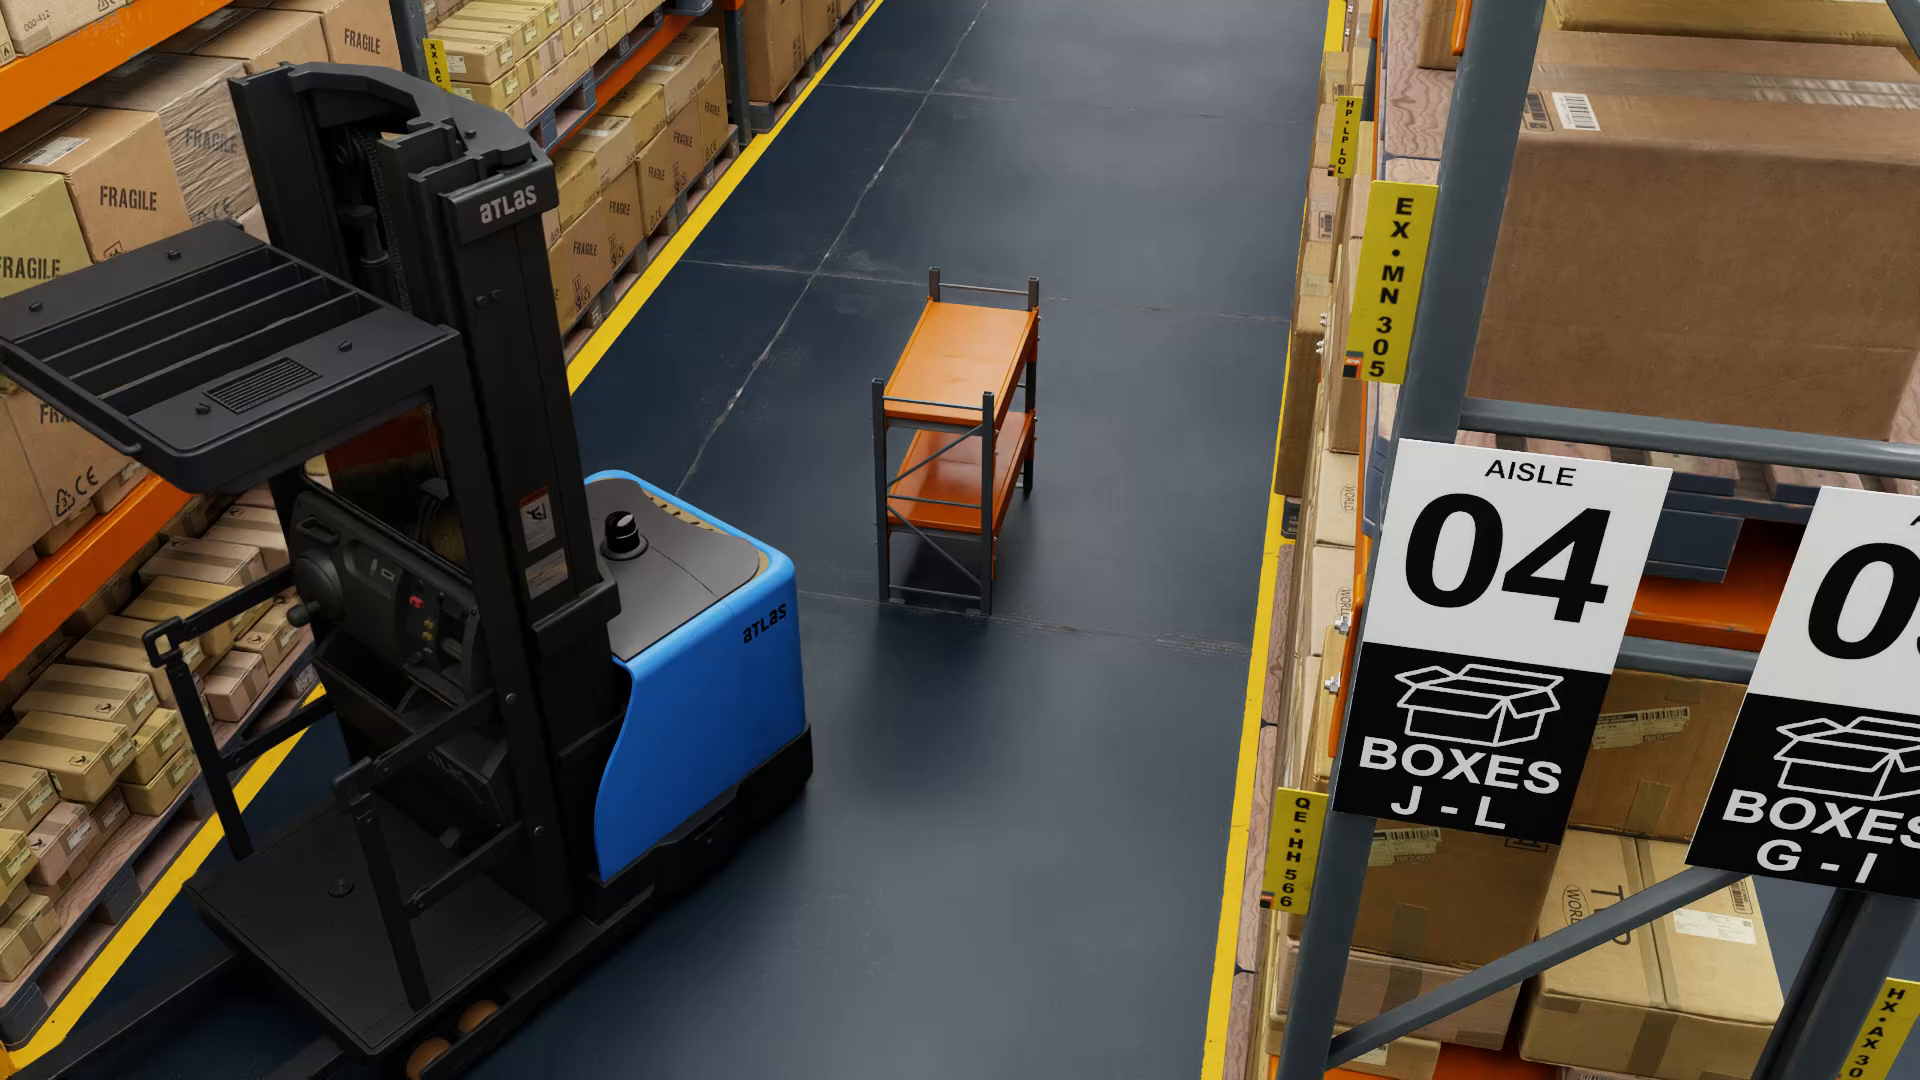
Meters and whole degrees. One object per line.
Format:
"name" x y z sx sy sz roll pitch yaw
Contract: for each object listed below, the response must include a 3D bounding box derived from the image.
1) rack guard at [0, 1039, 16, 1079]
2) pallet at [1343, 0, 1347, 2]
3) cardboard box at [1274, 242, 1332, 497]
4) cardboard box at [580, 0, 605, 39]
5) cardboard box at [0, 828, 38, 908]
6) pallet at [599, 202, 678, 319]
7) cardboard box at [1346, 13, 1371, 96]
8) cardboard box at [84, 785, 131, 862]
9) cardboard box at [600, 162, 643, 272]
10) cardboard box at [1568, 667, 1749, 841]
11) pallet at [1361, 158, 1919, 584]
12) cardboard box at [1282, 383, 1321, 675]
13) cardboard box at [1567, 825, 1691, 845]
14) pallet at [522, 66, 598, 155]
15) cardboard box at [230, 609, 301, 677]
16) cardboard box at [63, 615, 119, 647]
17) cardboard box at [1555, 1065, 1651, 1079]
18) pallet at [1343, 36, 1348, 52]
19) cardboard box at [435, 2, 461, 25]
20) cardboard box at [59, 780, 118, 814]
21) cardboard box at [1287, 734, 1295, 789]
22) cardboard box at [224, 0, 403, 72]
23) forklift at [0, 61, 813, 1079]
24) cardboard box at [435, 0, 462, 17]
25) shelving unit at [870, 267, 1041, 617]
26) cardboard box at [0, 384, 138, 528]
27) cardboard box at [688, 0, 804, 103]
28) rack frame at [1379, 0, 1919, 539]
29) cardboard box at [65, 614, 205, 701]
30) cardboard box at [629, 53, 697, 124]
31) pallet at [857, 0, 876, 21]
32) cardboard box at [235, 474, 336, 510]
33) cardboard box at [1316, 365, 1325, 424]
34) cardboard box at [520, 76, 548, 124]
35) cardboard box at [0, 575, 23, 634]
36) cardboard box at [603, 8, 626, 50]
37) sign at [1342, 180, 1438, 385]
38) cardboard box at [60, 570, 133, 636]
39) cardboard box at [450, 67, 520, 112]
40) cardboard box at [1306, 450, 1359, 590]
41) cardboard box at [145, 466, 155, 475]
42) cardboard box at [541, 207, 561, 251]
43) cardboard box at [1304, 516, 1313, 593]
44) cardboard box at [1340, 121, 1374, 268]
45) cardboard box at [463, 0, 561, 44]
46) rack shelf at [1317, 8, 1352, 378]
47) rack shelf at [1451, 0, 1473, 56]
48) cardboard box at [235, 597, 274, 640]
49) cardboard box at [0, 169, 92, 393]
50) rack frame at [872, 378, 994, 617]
"rack guard" -3.641 1.528 5.215 1.175 0.500 0.348 7 37 10
"pallet" 3.839 -4.901 14.332 1.003 0.211 1.213 7 37 10
"cardboard box" 2.138 -0.733 7.658 1.225 0.875 0.875 7 37 10
"cardboard box" -2.051 -2.691 8.510 0.380 0.149 0.250 9 37 12
"cardboard box" -3.213 1.045 5.316 0.380 0.149 0.250 6 36 8
"pallet" -2.379 -1.752 9.988 1.003 0.211 1.213 7 37 10
"cardboard box" 2.183 -2.266 8.236 0.500 0.500 0.500 7 37 10
"cardboard box" -3.210 0.980 5.913 0.380 0.149 0.250 8 37 10
"cardboard box" -2.176 -1.887 9.570 0.500 0.500 0.500 8 37 11
"cardboard box" 1.640 0.348 3.949 0.500 0.500 0.500 6 36 9
"pallet" 1.315 -0.366 3.218 1.003 0.211 1.213 7 37 10
"cardboard box" 1.802 0.005 6.640 0.875 0.875 0.875 7 37 10
"cardboard box" 1.638 0.640 4.186 0.500 0.250 0.500 7 37 9
"pallet" -2.497 -2.076 8.221 1.003 0.211 1.213 7 37 10
"cardboard box" -2.915 0.395 6.720 0.380 0.149 0.250 7 37 10
"cardboard box" -3.543 0.344 6.537 0.380 0.149 0.250 9 37 12
"cardboard box" 1.565 1.179 3.781 0.380 0.149 0.250 8 37 10
"pallet" 3.307 -3.363 12.210 1.003 0.211 1.213 7 37 10
"cardboard box" -2.746 -2.625 8.419 0.380 0.149 0.250 6 36 8
"cardboard box" -3.215 0.854 5.833 0.380 0.149 0.250 8 37 11
"cardboard box" 1.084 0.659 4.499 0.380 0.149 0.250 8 37 11
"cardboard box" -2.639 -1.996 6.757 0.500 0.500 0.500 6 36 8
"forklift" -1.887 0.239 4.922 1.130 2.935 3.031 26 43 31
"cardboard box" -2.738 -2.750 8.337 0.380 0.149 0.250 7 37 10
"shelving unit" -0.001 -0.452 7.415 0.538 1.125 1.048 7 37 10
"cardboard box" -3.085 -0.413 5.425 0.500 0.500 0.500 8 37 11
"cardboard box" -1.730 -3.624 11.753 1.050 0.750 0.750 7 36 9
"rack frame" 1.167 -1.190 1.723 1.000 3.000 0.127 7 37 10
"cardboard box" -3.052 0.434 6.160 0.380 0.149 0.250 9 37 12
"cardboard box" -1.935 -2.772 10.152 0.500 0.250 0.500 8 37 11
"pallet" -1.185 -4.739 14.109 1.003 0.211 1.213 7 37 10
"cardboard box" -2.786 -0.153 6.969 0.380 0.149 0.250 6 36 8
"cardboard box" 1.521 -0.522 6.129 0.380 0.149 0.250 8 37 11
"cardboard box" -2.216 -2.130 7.989 0.380 0.149 0.250 8 37 11
"cardboard box" -3.144 0.218 5.107 0.380 0.149 0.250 6 36 9
"cardboard box" -1.996 -2.719 8.802 0.380 0.149 0.250 7 36 9
"sign" 0.640 -0.378 2.472 0.100 0.325 0.005 7 37 10
"cardboard box" -3.466 0.228 6.444 0.380 0.149 0.250 6 36 8
"cardboard box" -2.269 -2.090 7.681 0.380 0.149 0.250 8 37 11
"cardboard box" 1.336 -0.013 5.086 0.500 0.250 0.500 7 37 10
"cardboard box" -2.984 -0.384 5.938 0.380 0.149 0.250 9 37 12
"cardboard box" -2.387 -1.585 8.515 0.500 0.250 0.500 6 36 8
"cardboard box" 1.302 0.070 5.312 0.380 0.149 0.250 6 36 9
"cardboard box" 1.669 -1.175 6.050 0.500 0.500 0.500 7 37 10
"cardboard box" -2.158 -2.518 8.018 0.380 0.149 0.250 8 37 10
"rack shelf" 2.448 -1.909 8.441 1.077 0.370 4.000 7 37 10
"rack shelf" 1.594 -1.883 3.634 1.077 0.370 4.000 7 37 10
"cardboard box" -3.005 0.242 6.678 0.380 0.149 0.250 9 37 12
"cardboard box" -3.067 -0.816 5.129 0.500 0.500 0.500 7 36 9
"rack frame" -0.110 -0.160 7.012 0.500 1.125 0.032 7 37 10
